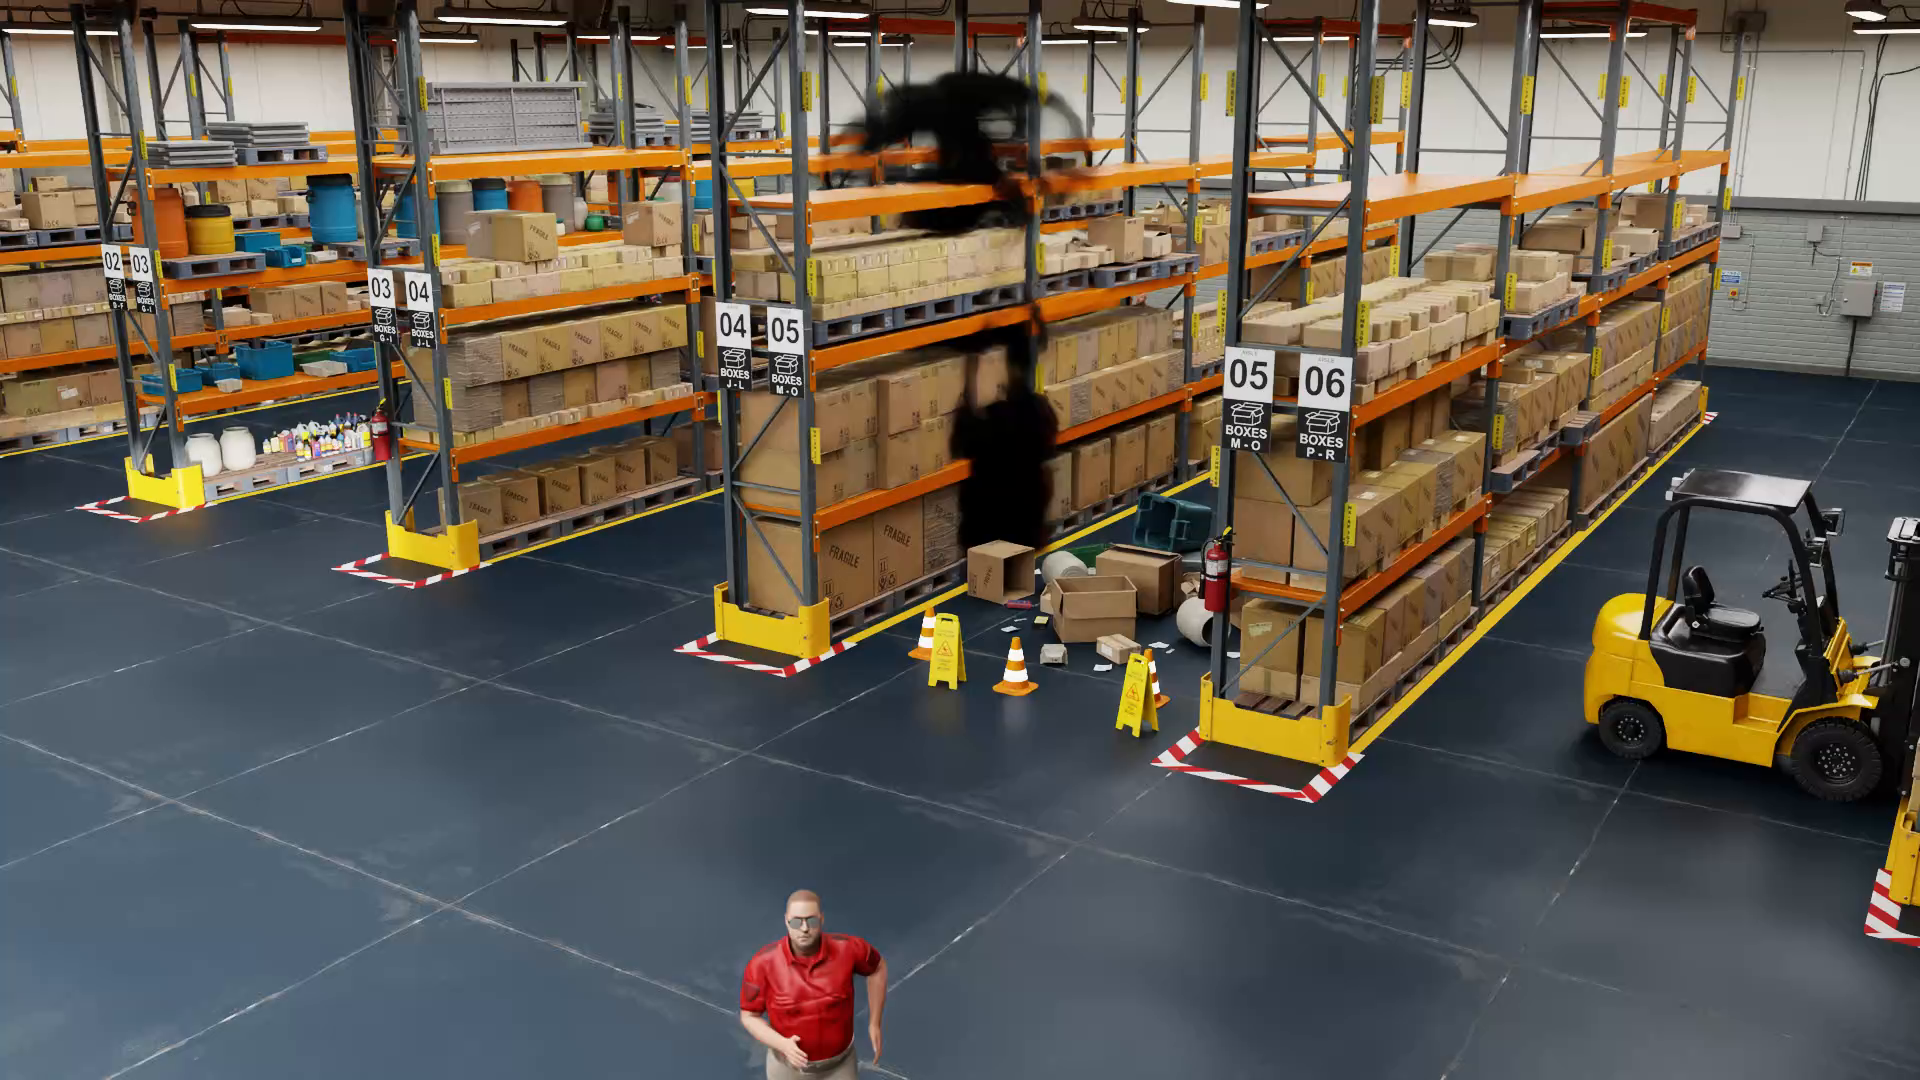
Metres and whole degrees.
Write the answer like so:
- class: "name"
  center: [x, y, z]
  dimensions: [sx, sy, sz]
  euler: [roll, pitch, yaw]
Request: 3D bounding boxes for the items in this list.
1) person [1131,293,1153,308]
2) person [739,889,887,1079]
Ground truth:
- class: "person"
  center: [3.092, -3.422, 28.451]
  dimensions: [0.649, 1.679, 0.622]
  euler: [7, 17, 25]
- class: "person"
  center: [-0.648, 2.393, 7.459]
  dimensions: [0.660, 1.722, 0.687]
  euler: [-1, 16, -4]
